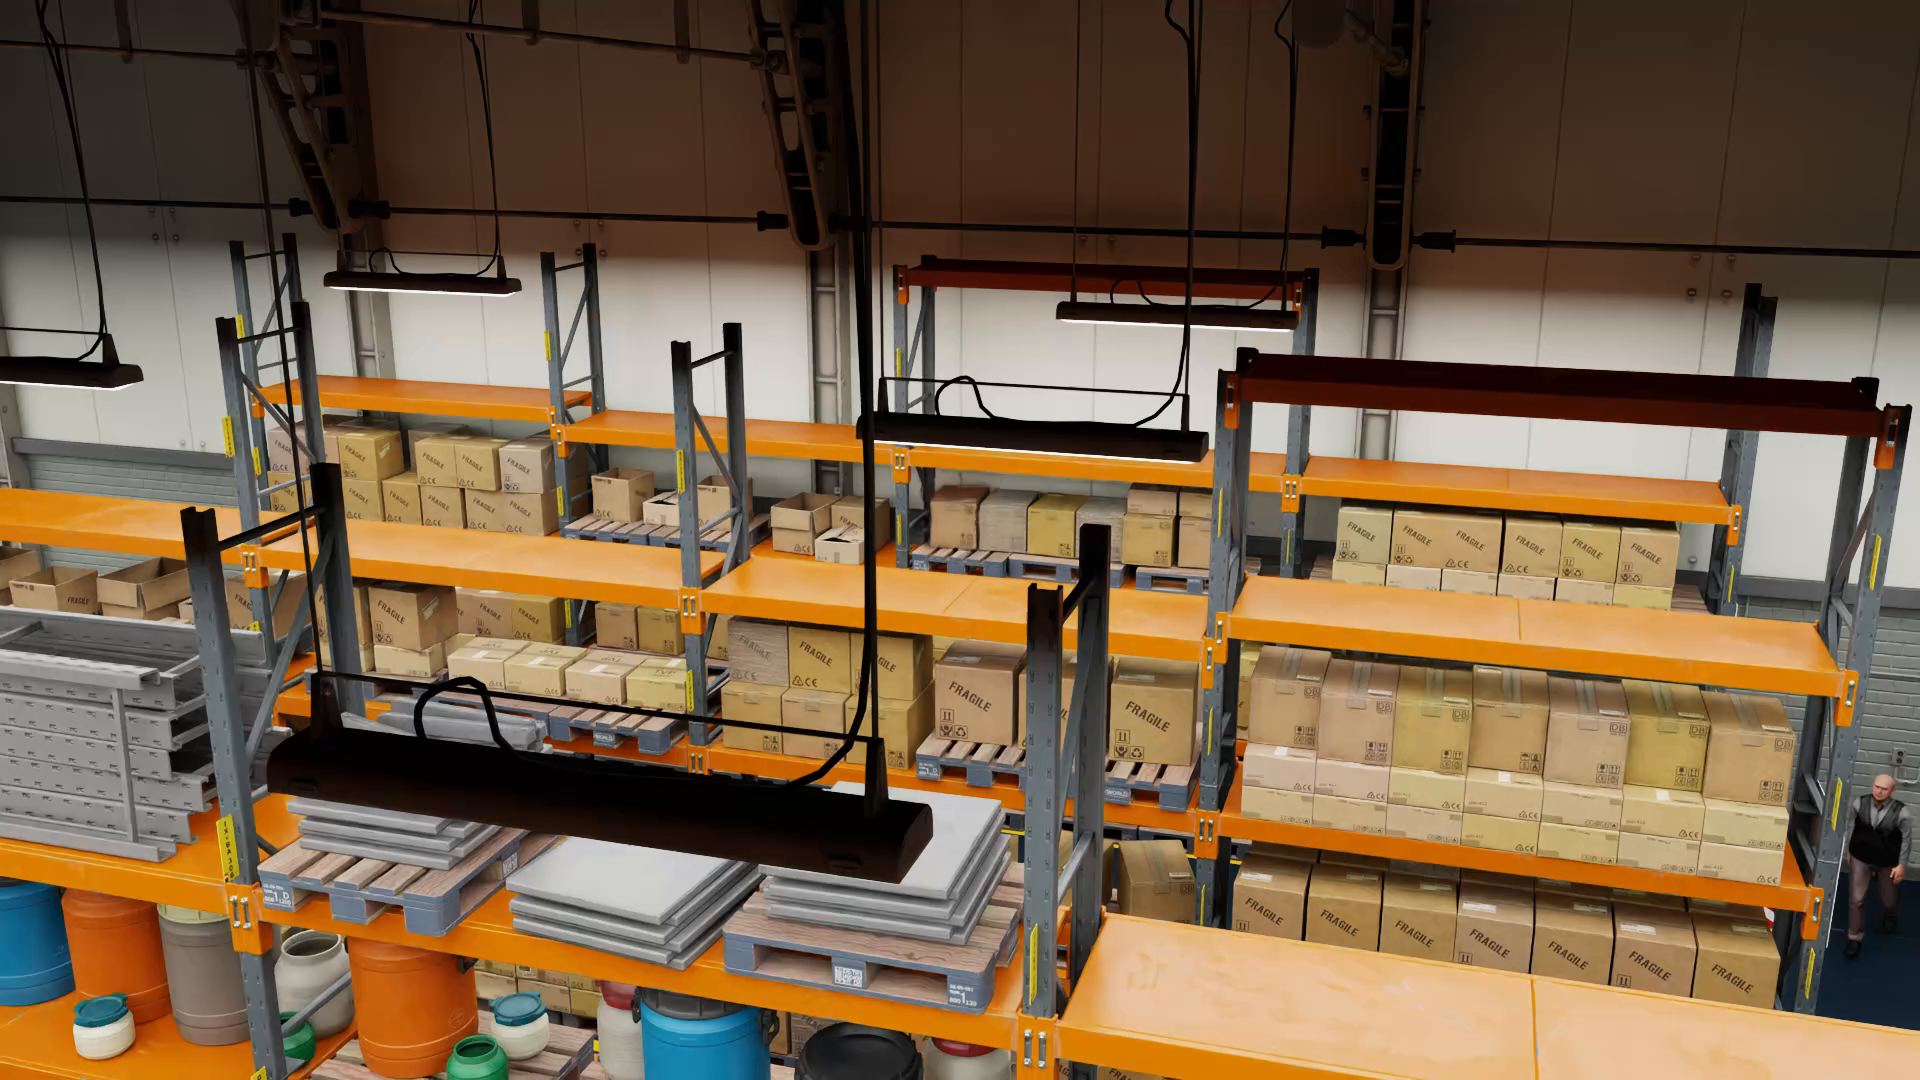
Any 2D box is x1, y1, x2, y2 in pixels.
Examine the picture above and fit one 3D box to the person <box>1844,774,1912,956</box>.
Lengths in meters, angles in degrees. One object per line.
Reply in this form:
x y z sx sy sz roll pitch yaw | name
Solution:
8.482 2.969 15.407 0.545 1.696 0.810 12 20 36 | person
